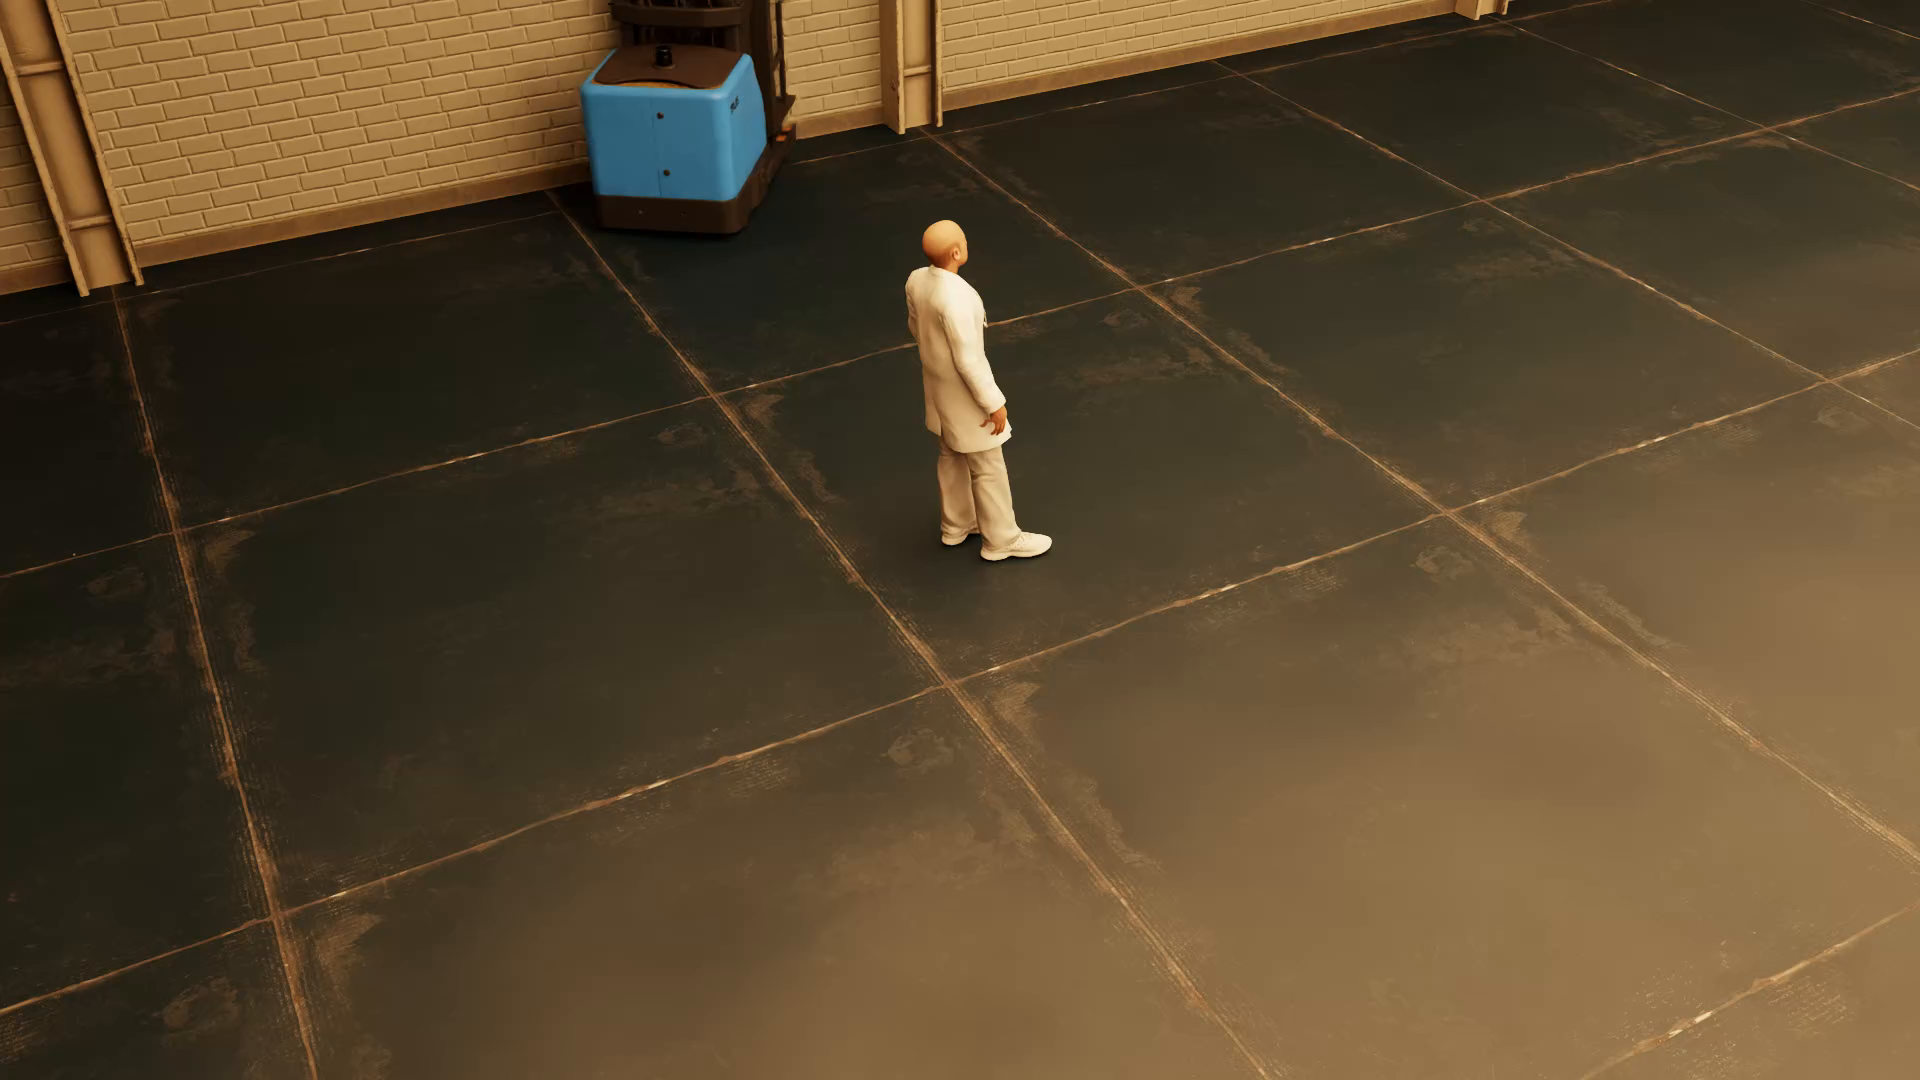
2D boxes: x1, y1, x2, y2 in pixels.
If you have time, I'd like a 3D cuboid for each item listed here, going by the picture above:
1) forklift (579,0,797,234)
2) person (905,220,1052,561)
[{"bbox_3d":[-1.876,-4.159,12.007,1.130,2.935,3.031,4,35,6],"label":"forklift"},{"bbox_3d":[0.082,-0.754,8.176,0.581,1.776,0.696,-17,39,-23],"label":"person"}]
